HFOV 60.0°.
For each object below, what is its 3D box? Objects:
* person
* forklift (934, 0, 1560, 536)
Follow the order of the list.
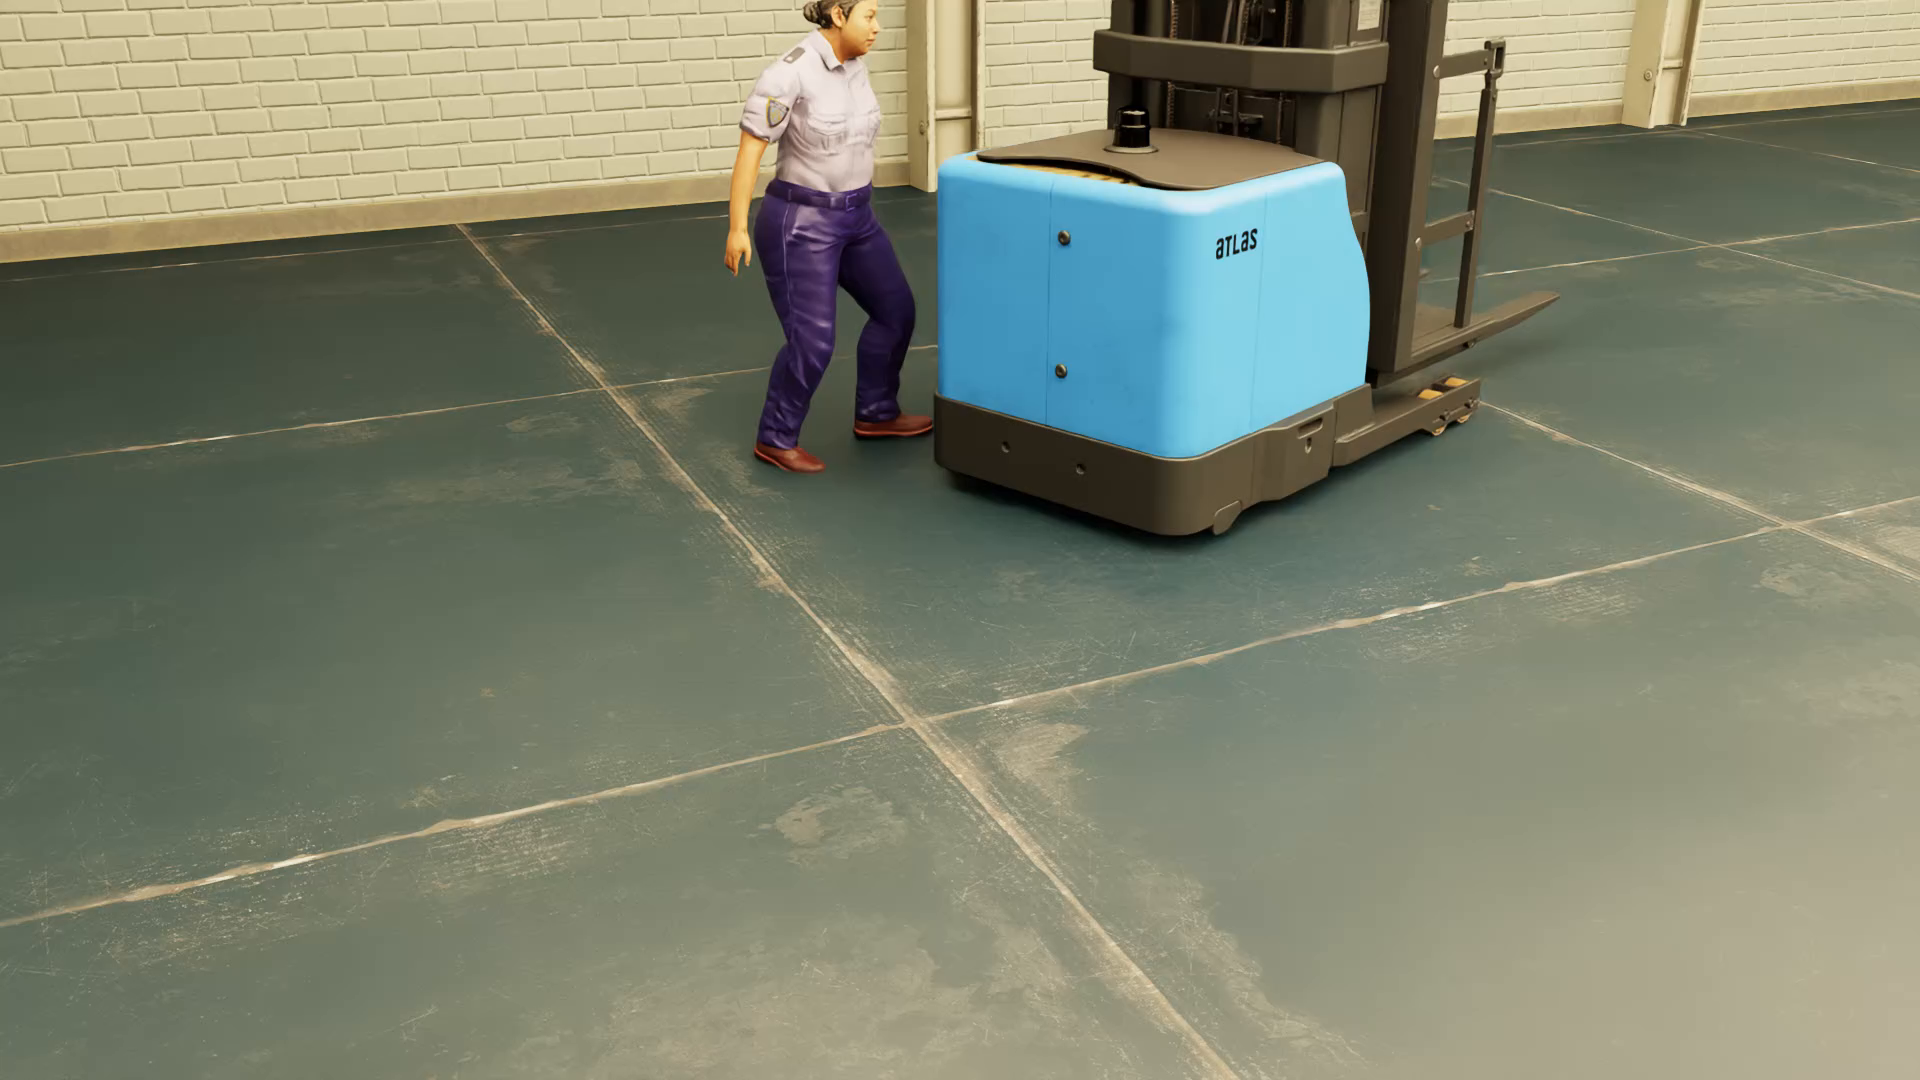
[{"bbox_3d":[-0.446,-1.037,5.534,0.395,1.624,0.827,15,27,32],"label":"person"},{"bbox_3d":[1.276,-1.847,5.732,1.130,2.935,3.031,19,29,38],"label":"forklift"}]
